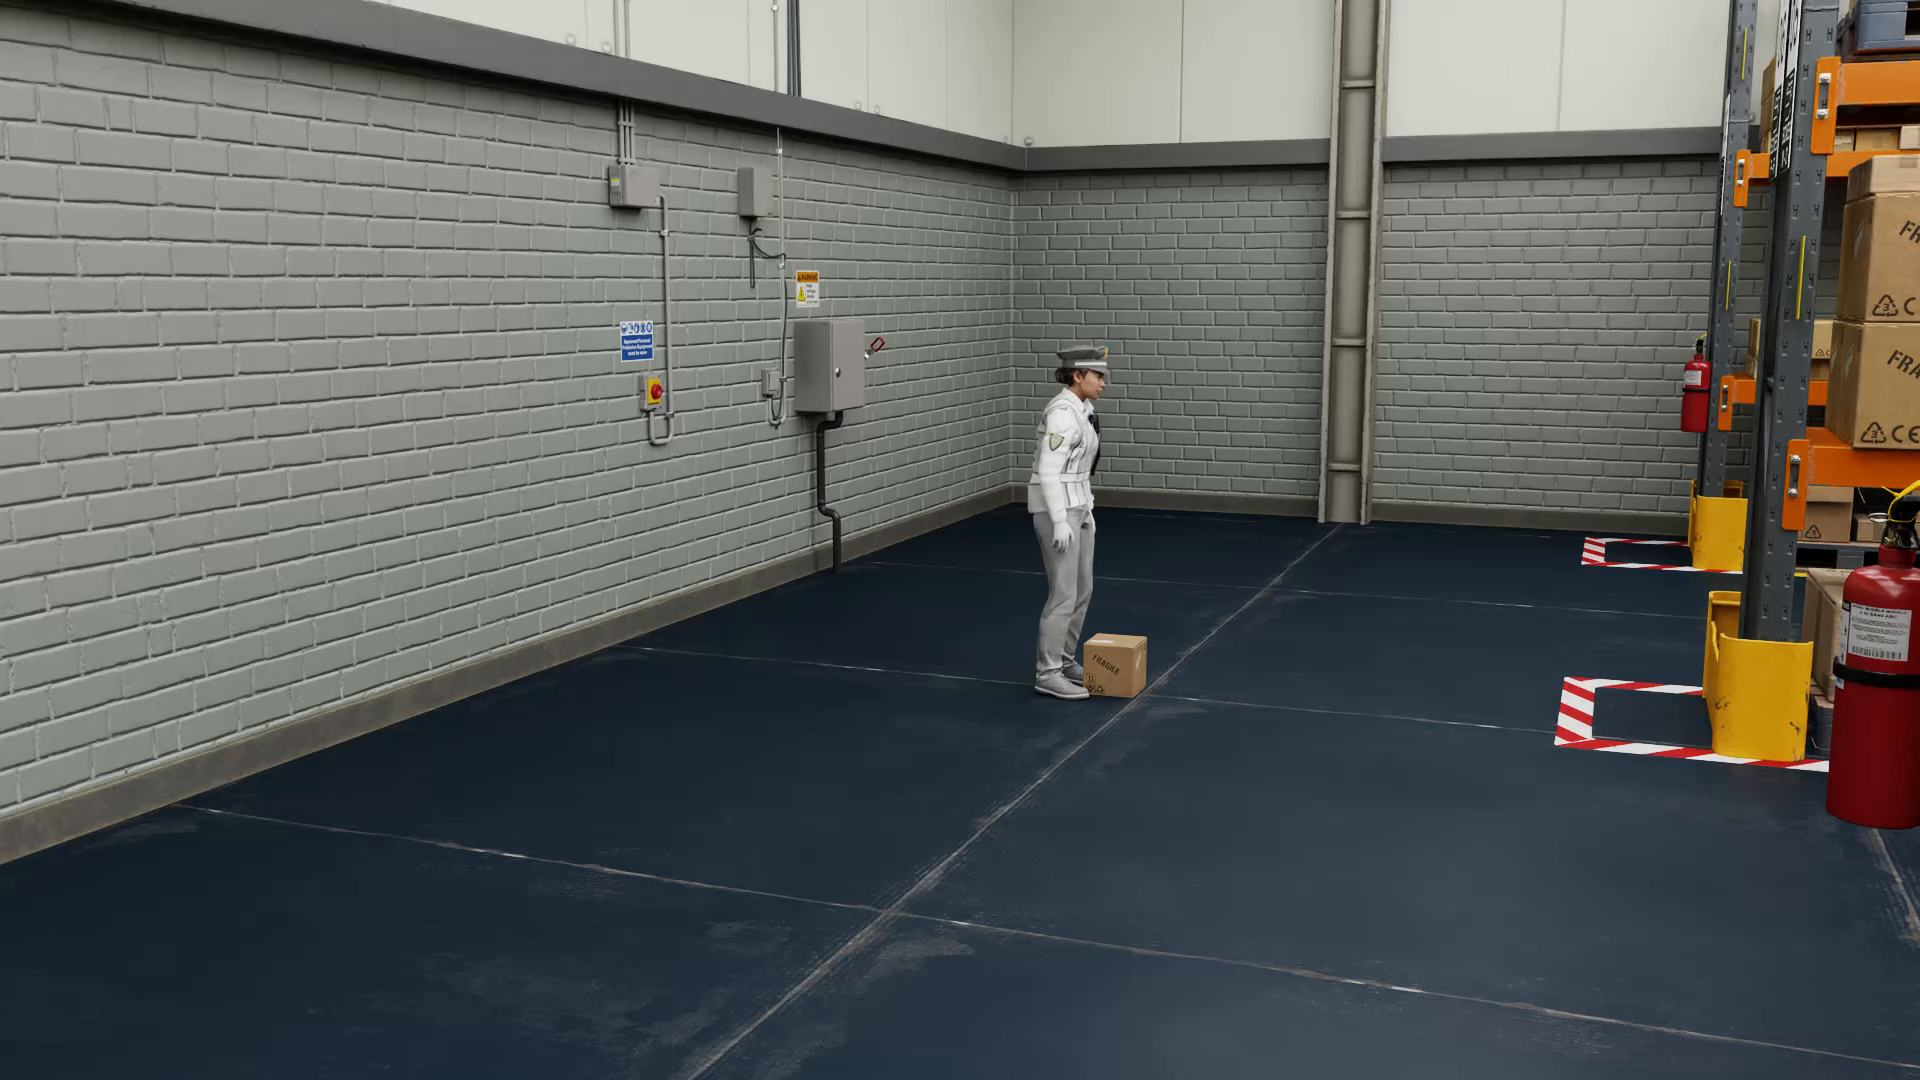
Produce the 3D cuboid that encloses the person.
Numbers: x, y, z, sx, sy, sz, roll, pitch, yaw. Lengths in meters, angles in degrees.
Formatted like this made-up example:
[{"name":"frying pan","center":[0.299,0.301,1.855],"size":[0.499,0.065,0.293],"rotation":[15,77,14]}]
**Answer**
[{"name":"person","center":[0.528,-0.103,8.009],"size":[0.377,1.663,0.531],"rotation":[3,9,21]}]
